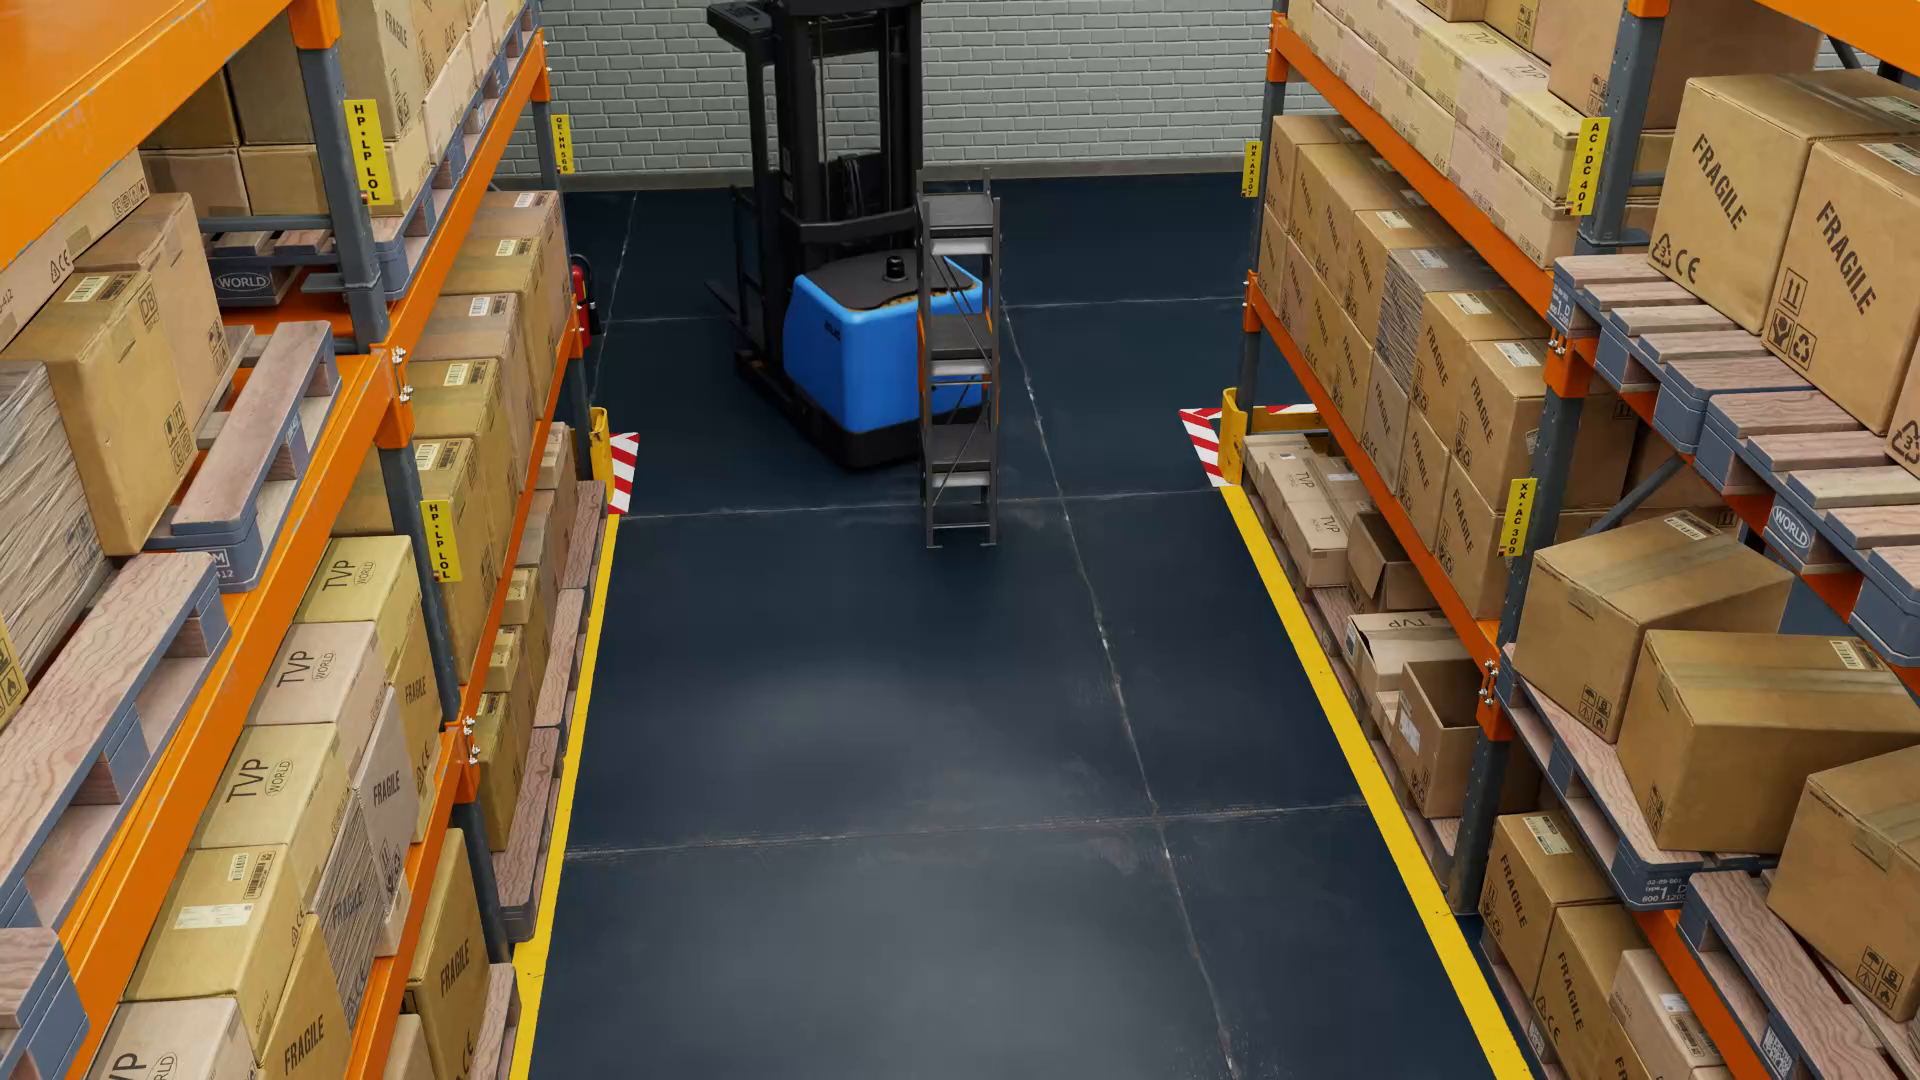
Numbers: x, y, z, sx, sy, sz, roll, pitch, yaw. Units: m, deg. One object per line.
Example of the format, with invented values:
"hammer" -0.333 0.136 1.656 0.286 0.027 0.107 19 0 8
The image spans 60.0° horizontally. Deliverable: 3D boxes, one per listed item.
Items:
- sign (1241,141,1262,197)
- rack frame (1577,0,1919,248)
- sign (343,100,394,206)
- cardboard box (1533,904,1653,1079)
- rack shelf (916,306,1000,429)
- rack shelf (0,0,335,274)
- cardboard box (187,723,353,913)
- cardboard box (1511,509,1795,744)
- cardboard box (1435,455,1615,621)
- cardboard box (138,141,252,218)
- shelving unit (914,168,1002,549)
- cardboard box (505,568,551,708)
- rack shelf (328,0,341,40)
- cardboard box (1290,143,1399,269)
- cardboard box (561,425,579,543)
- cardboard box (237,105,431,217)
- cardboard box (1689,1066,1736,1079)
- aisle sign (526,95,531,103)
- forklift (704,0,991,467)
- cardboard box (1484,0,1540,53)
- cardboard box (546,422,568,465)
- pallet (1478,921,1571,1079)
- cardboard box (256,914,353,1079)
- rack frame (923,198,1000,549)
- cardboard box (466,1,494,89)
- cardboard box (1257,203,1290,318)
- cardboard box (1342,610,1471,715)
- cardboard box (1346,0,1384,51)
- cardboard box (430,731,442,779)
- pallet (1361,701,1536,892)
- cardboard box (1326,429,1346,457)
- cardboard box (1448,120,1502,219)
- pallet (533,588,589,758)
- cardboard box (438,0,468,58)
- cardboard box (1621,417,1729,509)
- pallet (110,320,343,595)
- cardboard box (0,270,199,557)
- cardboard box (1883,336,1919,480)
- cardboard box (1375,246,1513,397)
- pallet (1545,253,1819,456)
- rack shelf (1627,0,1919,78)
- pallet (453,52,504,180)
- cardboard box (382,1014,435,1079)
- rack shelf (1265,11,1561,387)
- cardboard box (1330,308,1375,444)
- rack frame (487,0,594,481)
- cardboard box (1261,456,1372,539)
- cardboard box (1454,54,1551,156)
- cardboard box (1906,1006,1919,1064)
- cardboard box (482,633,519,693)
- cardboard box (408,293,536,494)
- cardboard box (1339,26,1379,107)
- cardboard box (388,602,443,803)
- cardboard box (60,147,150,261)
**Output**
"sign" 1.678 -2.127 9.542 0.100 0.325 0.005 -3 31 -5
"rack frame" 2.592 -2.315 4.850 1.000 3.000 0.127 -3 31 -5
"sign" -1.800 -1.176 5.057 0.100 0.325 0.005 -3 31 -5
"cardboard box" 2.455 1.675 6.029 0.500 0.500 0.500 -2 31 -4
"rack shelf" -0.015 -0.974 9.360 0.431 0.518 0.480 -3 31 -5
"rack shelf" -2.153 -0.574 3.027 1.077 0.370 4.000 -3 31 -5
"cardboard box" -1.956 0.747 4.436 0.500 0.250 0.500 -2 31 -4
"cardboard box" 2.413 0.290 5.832 0.700 0.500 0.500 -13 33 -21
"cardboard box" 2.290 -0.025 6.770 0.500 0.500 0.500 -2 31 -4
"cardboard box" -2.637 -1.285 5.690 0.500 0.250 0.500 -2 31 -4
"shelving unit" -0.015 -0.986 9.353 0.431 2.100 0.503 -3 31 -5
"cardboard box" -2.397 0.487 8.037 0.700 0.500 0.500 -2 31 -3
"rack shelf" -2.527 -2.616 6.446 1.077 0.370 4.000 -3 31 -5
"cardboard box" 2.054 -1.748 8.679 0.500 0.500 0.500 -2 31 -4
"cardboard box" -2.548 -0.297 9.350 0.700 0.500 0.500 -3 31 -5
"cardboard box" -2.142 -1.312 5.736 0.500 0.250 0.500 -3 31 -5
"cardboard box" 2.535 1.848 5.008 0.500 0.250 0.500 -3 31 -6
"aisle sign" -2.421 -2.709 8.826 0.394 0.787 0.004 -3 31 -5
"forklift" -0.932 -2.443 10.981 1.130 2.935 3.031 -15 34 -24
"cardboard box" 2.550 -2.263 6.615 0.700 0.500 0.500 -3 31 -5
"cardboard box" -2.355 -0.519 9.088 0.380 0.149 0.250 -3 31 -5
"pallet" 2.706 1.871 6.411 1.003 0.211 1.213 -3 31 -5
"cardboard box" -1.898 1.316 4.215 0.500 0.500 0.500 -2 31 -3
"rack frame" 0.007 -0.861 9.144 0.400 2.100 0.015 -3 31 -5
"cardboard box" -2.278 -2.097 7.049 0.500 0.250 0.500 -4 31 -6
"cardboard box" 1.997 -1.585 9.381 0.500 0.500 0.500 -2 31 -4
"cardboard box" 2.186 0.566 8.070 0.500 0.311 0.500 -3 31 -5
"cardboard box" 2.100 -2.434 7.634 0.500 0.250 0.500 -3 31 -5
"cardboard box" -2.026 0.758 5.781 0.380 0.149 0.250 -2 31 -4
"pallet" 2.529 1.107 7.691 1.003 0.211 1.213 -3 31 -5
"cardboard box" 2.514 -0.631 9.891 0.500 0.500 0.500 -3 31 -5
"cardboard box" 2.246 -1.454 6.480 0.500 0.250 0.500 -3 31 -5
"pallet" -2.450 0.681 8.404 1.003 0.211 1.213 -3 31 -5
"cardboard box" -2.233 -2.160 6.424 0.500 0.500 0.500 -3 31 -4
"cardboard box" 2.828 -0.466 6.532 0.500 0.500 0.500 -2 31 -3
"pallet" -2.205 -0.240 4.488 0.805 0.209 1.217 -4 31 -7
"cardboard box" -2.250 -0.284 3.849 0.700 0.500 0.500 -3 31 -6
"cardboard box" 2.693 -0.352 3.884 0.600 0.600 0.600 -4 31 -7
"cardboard box" 2.189 -0.976 7.386 0.500 0.500 0.500 -3 31 -4
"pallet" 2.583 -0.610 5.104 1.213 0.211 1.003 -3 31 -5
"rack shelf" 2.779 -0.813 3.428 1.077 0.370 4.000 -3 31 -5
"pallet" -2.517 -1.789 6.982 1.003 0.211 1.213 -3 31 -5
"cardboard box" -2.064 2.022 5.127 0.750 0.750 0.750 -2 31 -3
"rack shelf" 2.405 -1.739 7.513 1.077 0.370 4.000 -3 31 -5
"cardboard box" 2.140 -0.810 8.084 0.500 0.500 0.500 -2 31 -4
"rack frame" -2.713 -1.542 9.407 1.000 3.000 0.127 -3 31 -5
"cardboard box" 2.033 -0.244 9.485 0.500 0.250 0.500 -3 31 -5
"cardboard box" 2.233 -1.668 6.351 0.500 0.250 0.500 -3 31 -5
"cardboard box" 2.899 1.287 4.162 0.700 0.500 0.500 3 31 5
"cardboard box" -2.158 0.544 7.310 0.380 0.149 0.250 -2 31 -3
"cardboard box" -2.515 -0.651 7.622 0.980 0.700 0.700 -4 31 -7
"cardboard box" 2.095 -2.219 7.762 0.500 0.250 0.500 -3 31 -5
"cardboard box" -2.046 0.544 5.507 0.500 0.500 0.500 -3 31 -5
"cardboard box" -2.388 -0.886 4.125 0.500 0.250 0.500 -1 31 -1
